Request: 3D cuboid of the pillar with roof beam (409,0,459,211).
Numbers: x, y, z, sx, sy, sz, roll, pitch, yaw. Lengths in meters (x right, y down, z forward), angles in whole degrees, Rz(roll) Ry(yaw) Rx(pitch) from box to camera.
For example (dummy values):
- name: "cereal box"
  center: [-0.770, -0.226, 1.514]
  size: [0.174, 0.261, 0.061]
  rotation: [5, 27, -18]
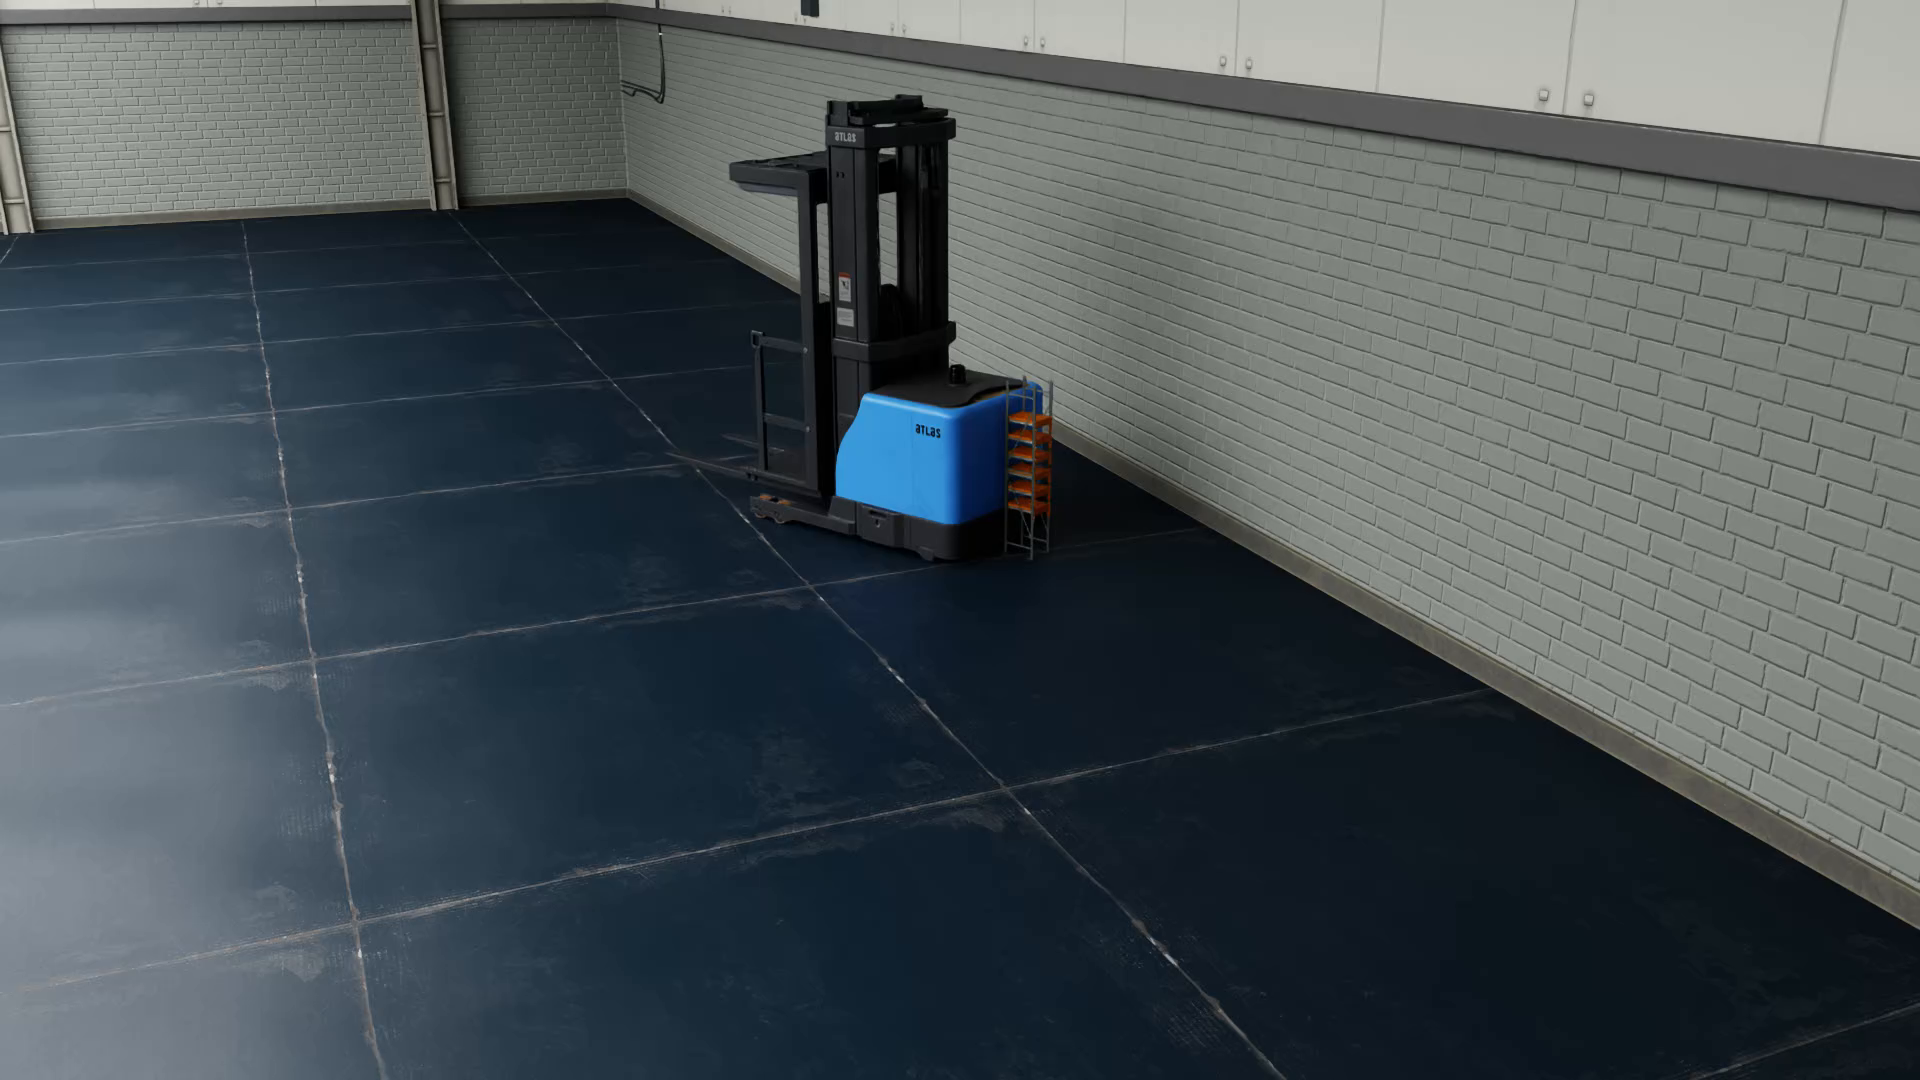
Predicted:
- name: "pillar with roof beam"
  center: [-6.520, -8.223, 21.326]
  size: [0.400, 9.000, 9.100]
  rotation: [-8, 21, -22]

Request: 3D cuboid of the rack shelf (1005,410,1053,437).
- name: "rack shelf"
  center: [0.454, -0.771, 10.954]
  size: [0.258, 0.103, 0.180]
  rotation: [15, 24, 36]

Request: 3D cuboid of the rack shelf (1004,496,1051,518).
- name: "rack shelf"
  center: [0.452, -0.206, 11.154]
  size: [0.258, 0.103, 0.180]
  rotation: [15, 24, 36]

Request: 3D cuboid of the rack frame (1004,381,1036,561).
- name: "rack frame"
  center: [0.395, -0.450, 10.992]
  size: [0.240, 1.200, 0.006]
  rotation: [15, 24, 36]

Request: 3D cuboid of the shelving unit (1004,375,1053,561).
- name: "shelving unit"
  center: [0.453, -0.474, 11.059]
  size: [0.258, 1.200, 0.189]
  rotation: [15, 24, 36]

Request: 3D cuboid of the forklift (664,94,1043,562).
- name: "forklift"
  center: [-0.885, -1.619, 11.707]
  size: [3.031, 2.935, 1.130]
  rotation: [15, 24, 36]

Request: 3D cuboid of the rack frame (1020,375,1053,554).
- name: "rack frame"
  center: [0.510, -0.497, 11.126]
  size: [0.240, 1.200, 0.006]
  rotation: [15, 24, 36]

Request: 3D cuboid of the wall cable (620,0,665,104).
- name: "wall cable"
  center: [-4.997, -8.055, 25.526]
  size: [0.112, 2.526, 3.097]
  rotation: [-8, 21, -22]

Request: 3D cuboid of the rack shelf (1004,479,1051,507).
- name: "rack shelf"
  center: [0.452, -0.319, 11.114]
  size: [0.258, 0.103, 0.180]
  rotation: [15, 24, 36]

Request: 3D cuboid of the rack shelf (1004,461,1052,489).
- name: "rack shelf"
  center: [0.453, -0.432, 11.074]
  size: [0.258, 0.103, 0.180]
  rotation: [15, 24, 36]

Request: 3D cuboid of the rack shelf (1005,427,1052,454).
- name: "rack shelf"
  center: [0.453, -0.658, 10.994]
  size: [0.258, 0.103, 0.180]
  rotation: [15, 24, 36]

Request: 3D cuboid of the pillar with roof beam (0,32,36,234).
- name: "pillar with roof beam"
  center: [-12.029, -7.434, 19.084]
  size: [0.400, 9.000, 9.100]
  rotation: [-8, 21, -22]

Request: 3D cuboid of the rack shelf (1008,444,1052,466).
- name: "rack shelf"
  center: [0.453, -0.545, 11.034]
  size: [0.258, 0.103, 0.180]
  rotation: [15, 24, 36]

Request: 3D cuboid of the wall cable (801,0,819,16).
- name: "wall cable"
  center: [-1.251, -8.227, 16.217]
  size: [0.169, 6.003, 2.305]
  rotation: [-8, 21, -22]
